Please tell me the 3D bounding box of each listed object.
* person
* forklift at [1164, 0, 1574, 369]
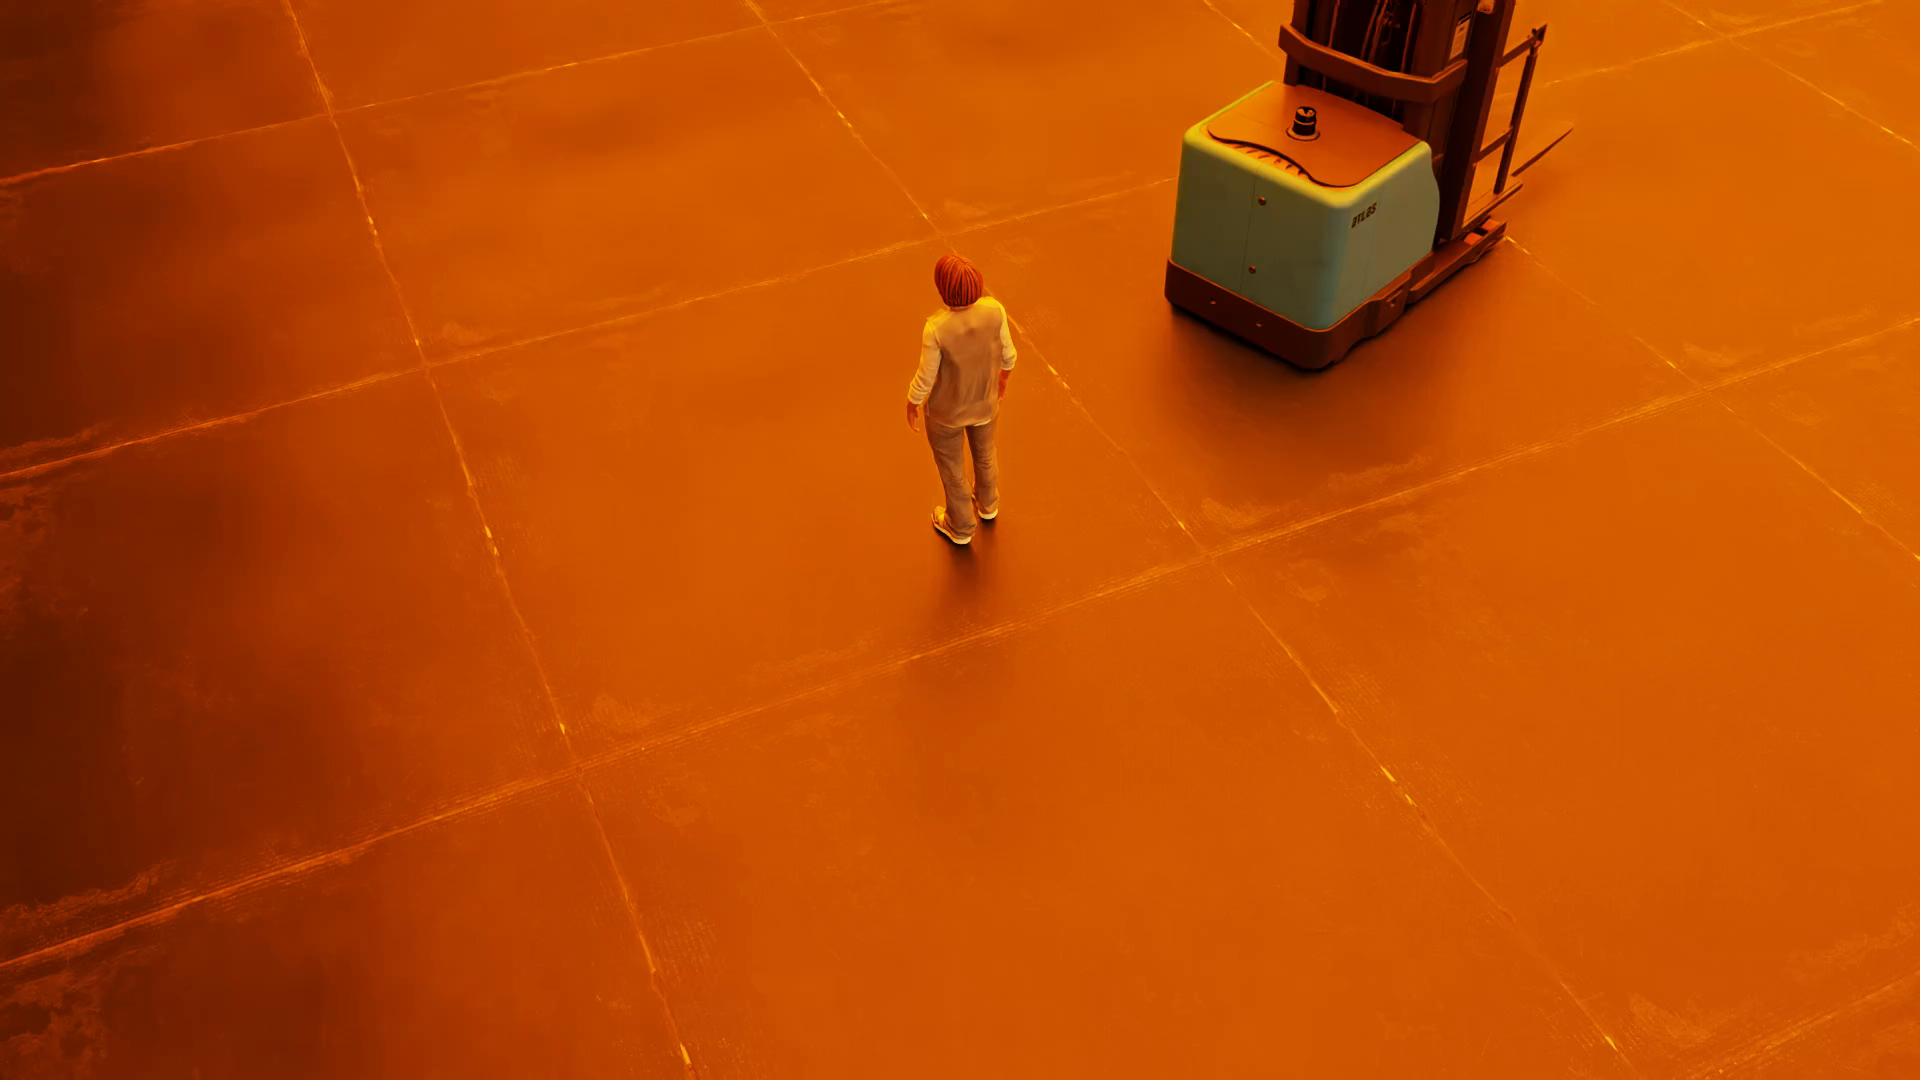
[{"bbox_3d":[-0.018,-0.639,7.331,0.520,1.597,0.475,-18,46,-18],"label":"person"},{"bbox_3d":[2.504,-2.878,8.764,1.130,2.935,3.031,33,52,30],"label":"forklift"}]
